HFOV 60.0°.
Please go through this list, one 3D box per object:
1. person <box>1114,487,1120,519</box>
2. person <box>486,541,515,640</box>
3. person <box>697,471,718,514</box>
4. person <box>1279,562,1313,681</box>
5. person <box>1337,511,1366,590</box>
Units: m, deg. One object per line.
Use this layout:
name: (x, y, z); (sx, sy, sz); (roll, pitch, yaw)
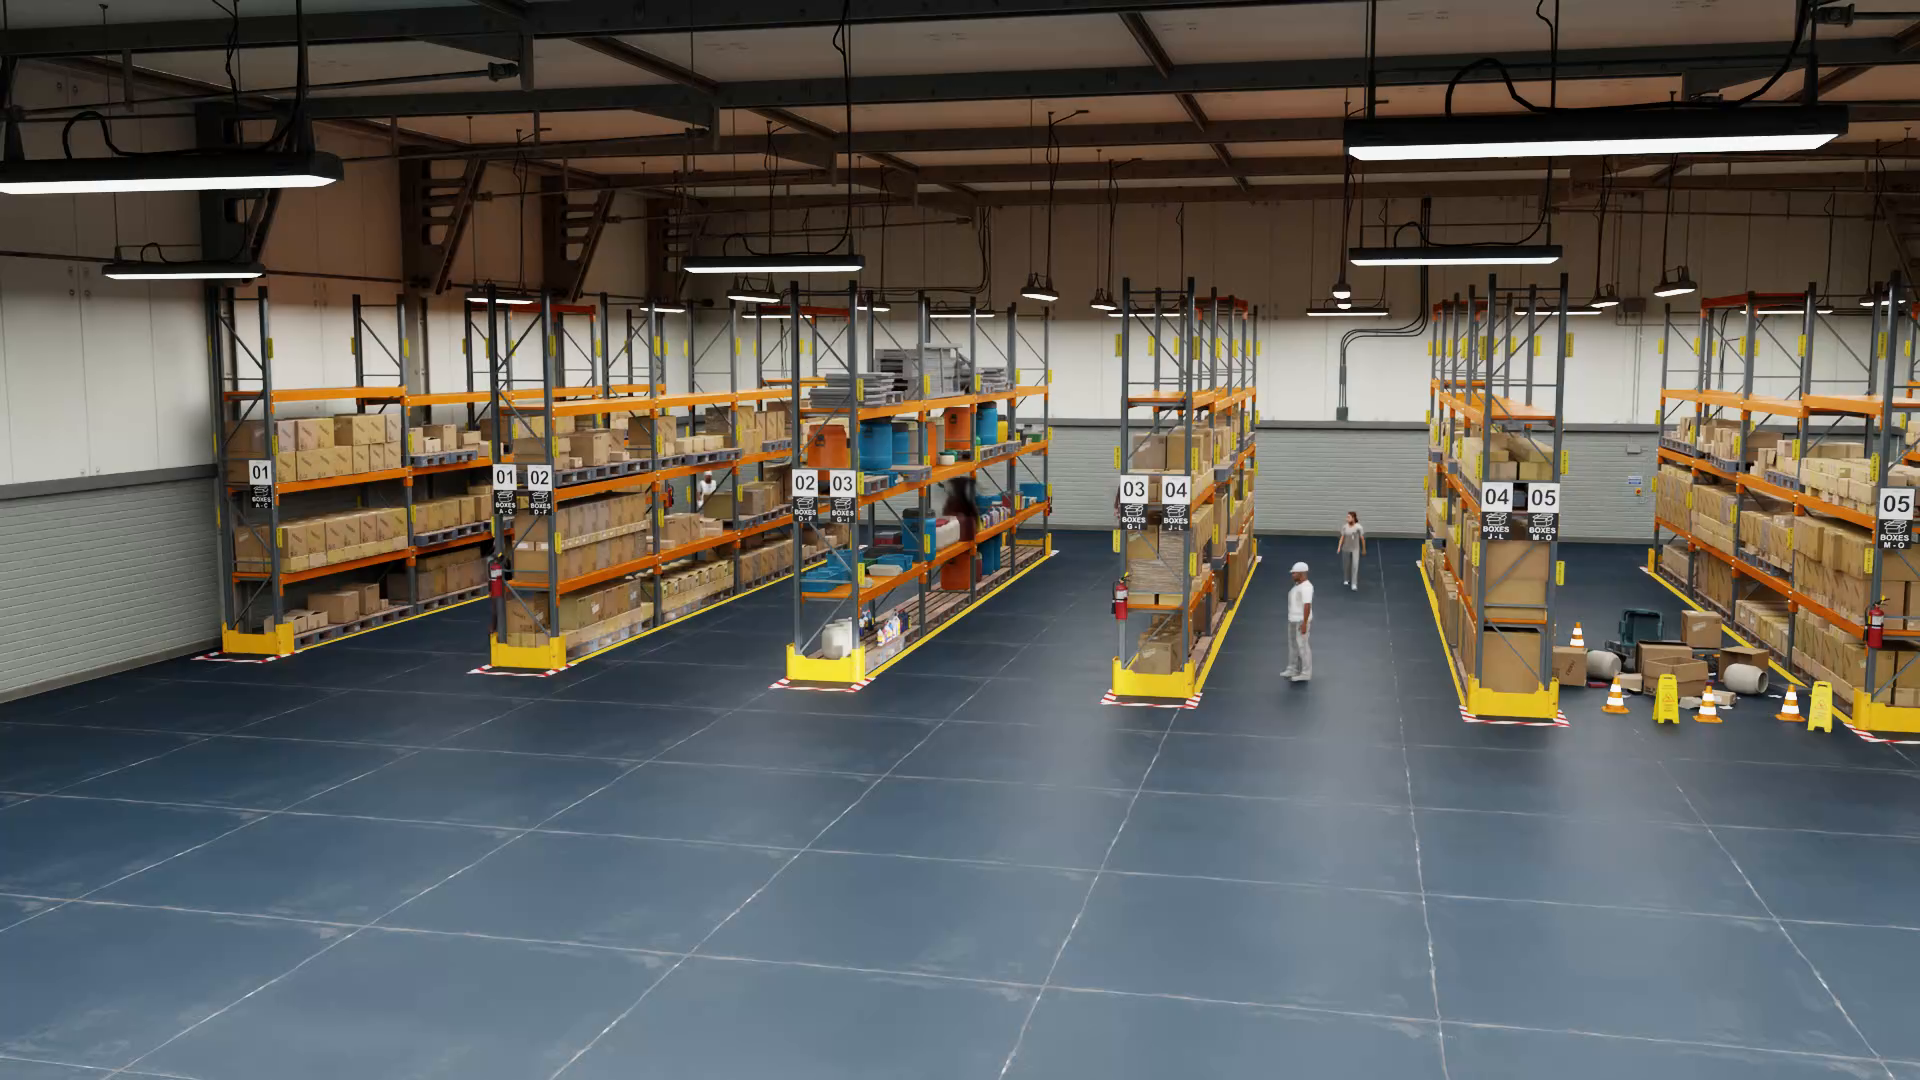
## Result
person: (4.304, -0.769, 42.654); (0.654, 1.748, 0.965); (-1, 7, -8)
person: (-7.960, 0.887, 28.880); (0.422, 1.800, 0.589); (4, 8, 33)
person: (-6.758, -1.008, 44.588); (0.552, 1.714, 1.055); (-1, 7, -8)
person: (5.132, 1.219, 25.291); (0.459, 1.766, 0.616); (-2, 7, -16)
person: (8.172, 0.208, 34.697); (0.590, 1.619, 1.041); (1, 7, 13)
